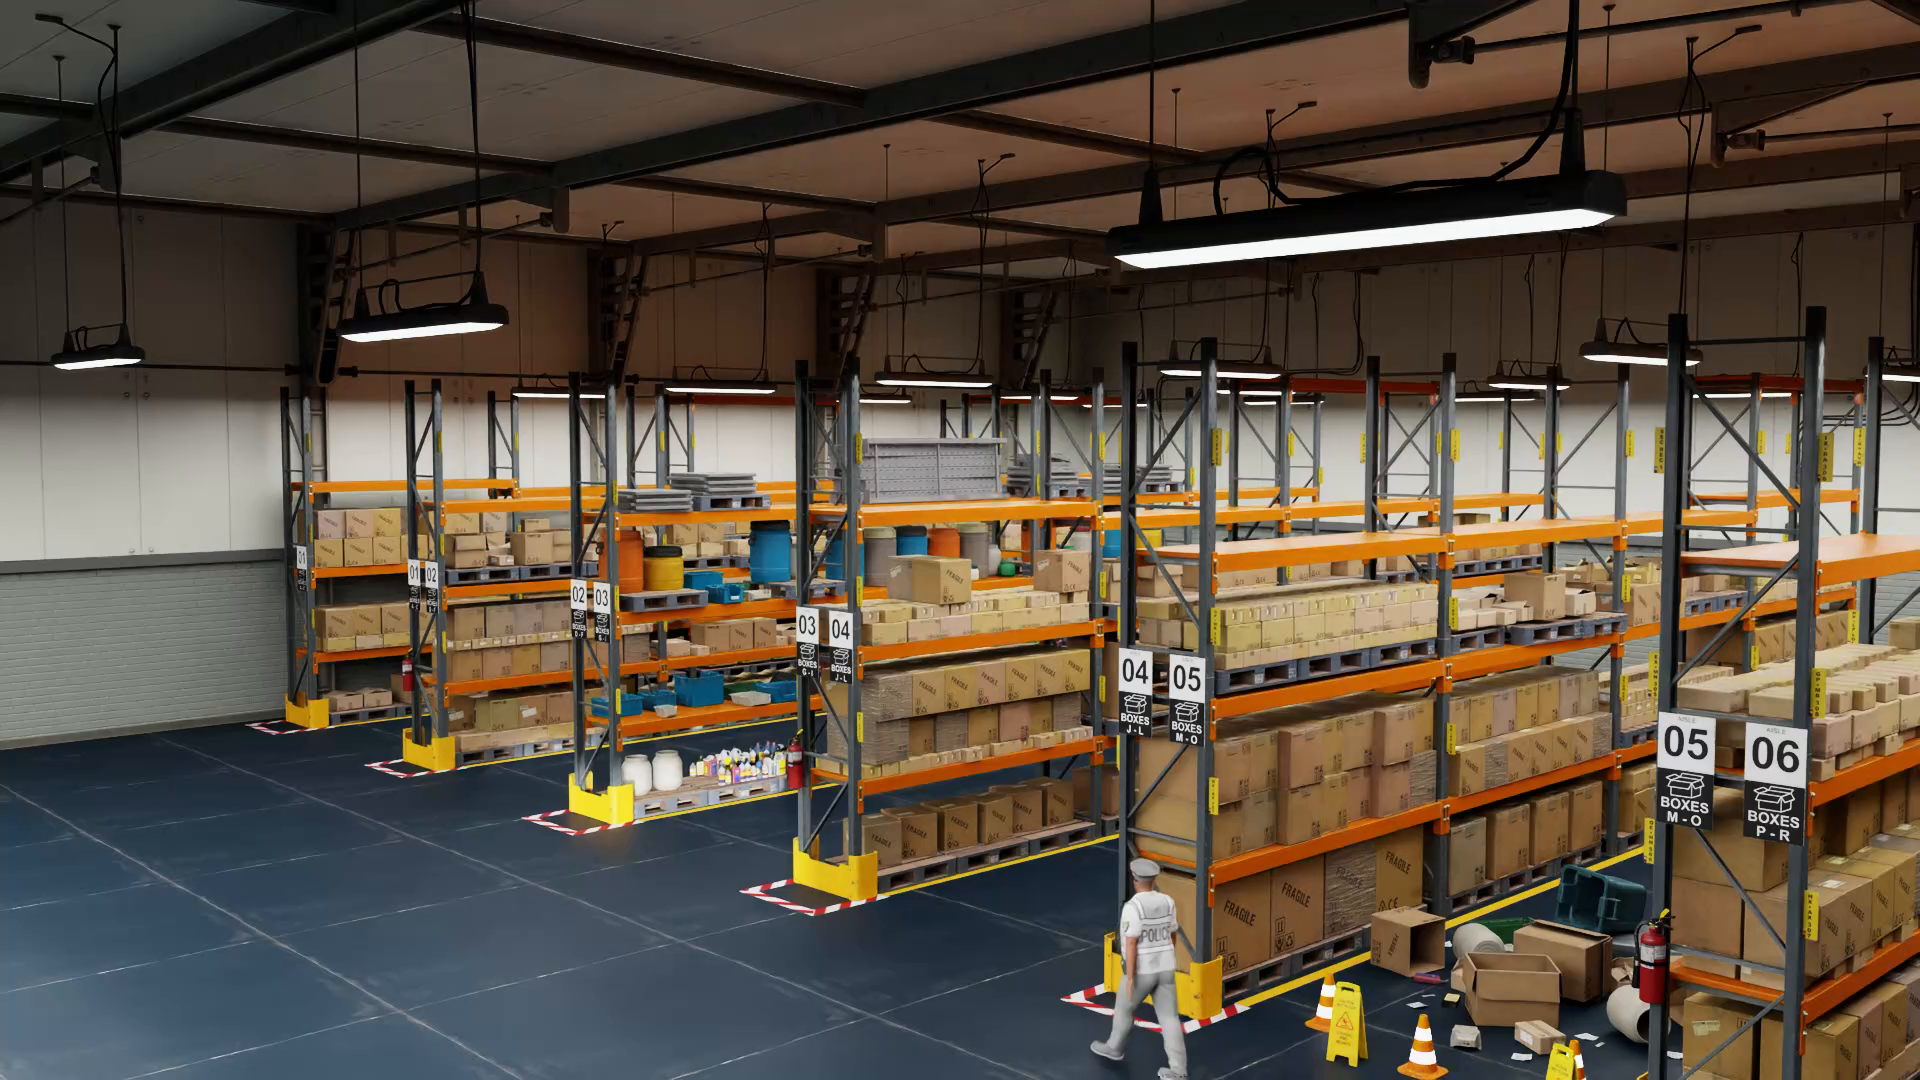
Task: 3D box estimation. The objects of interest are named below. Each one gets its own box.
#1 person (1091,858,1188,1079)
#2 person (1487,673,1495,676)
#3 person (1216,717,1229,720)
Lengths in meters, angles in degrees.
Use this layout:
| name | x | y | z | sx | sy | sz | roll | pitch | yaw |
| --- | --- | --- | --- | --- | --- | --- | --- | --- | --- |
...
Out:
| name | x | y | z | sx | sy | sz | roll | pitch | yaw |
| --- | --- | --- | --- | --- | --- | --- | --- | --- | --- |
| person | 1.489 | 3.426 | 13.421 | 0.586 | 1.695 | 1.039 | -2 | 4 | -28 |
| person | 7.774 | 2.768 | 24.425 | 0.891 | 1.623 | 0.510 | -2 | 4 | -28 |
| person | 3.531 | 2.972 | 21.516 | 0.608 | 1.651 | 0.501 | -2 | 4 | -33 |
